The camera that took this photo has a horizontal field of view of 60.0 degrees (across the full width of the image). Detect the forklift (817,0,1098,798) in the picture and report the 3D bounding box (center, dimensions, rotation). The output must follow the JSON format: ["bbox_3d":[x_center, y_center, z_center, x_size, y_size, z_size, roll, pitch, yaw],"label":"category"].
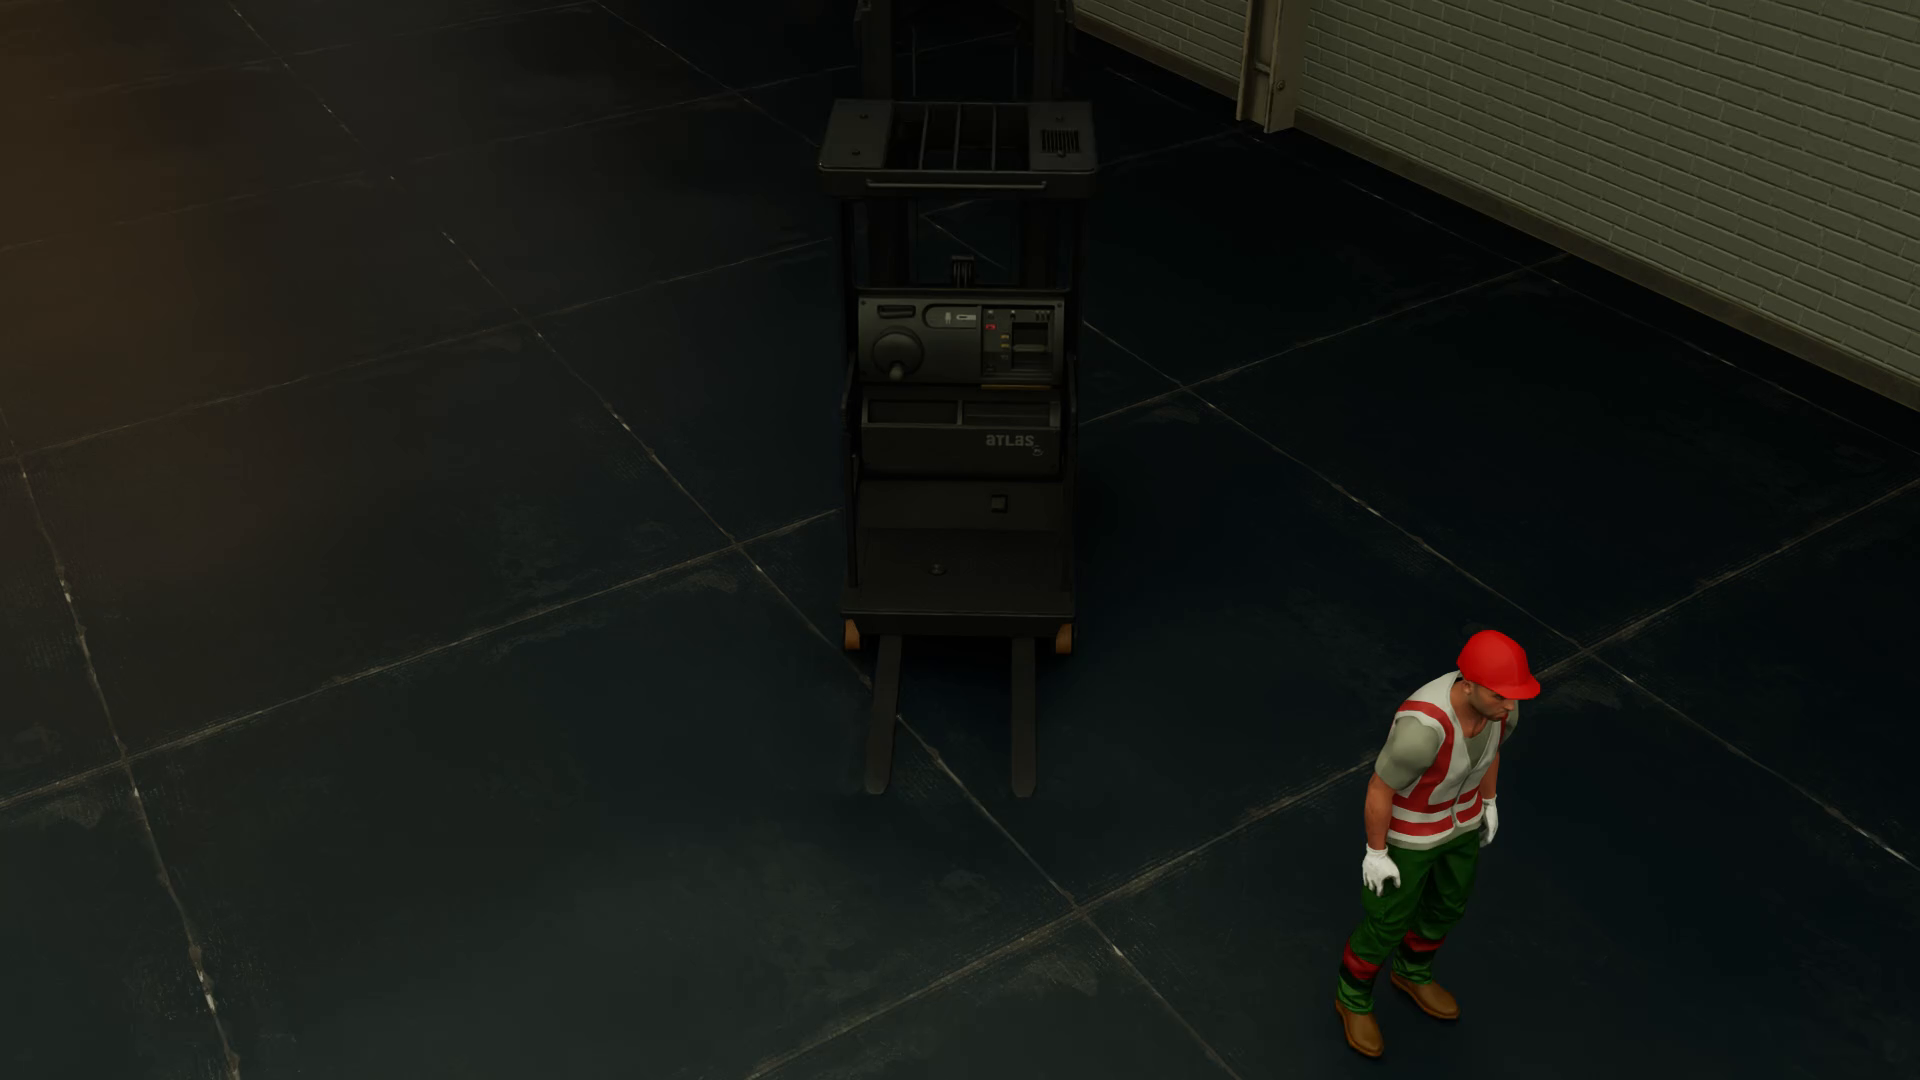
[{"bbox_3d":[0.001,-0.839,7.342,1.130,2.935,3.031,1,35,1],"label":"forklift"}]

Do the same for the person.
[{"bbox_3d":[1.630,1.009,5.718,0.608,1.777,0.454,-18,39,-24],"label":"person"}]
